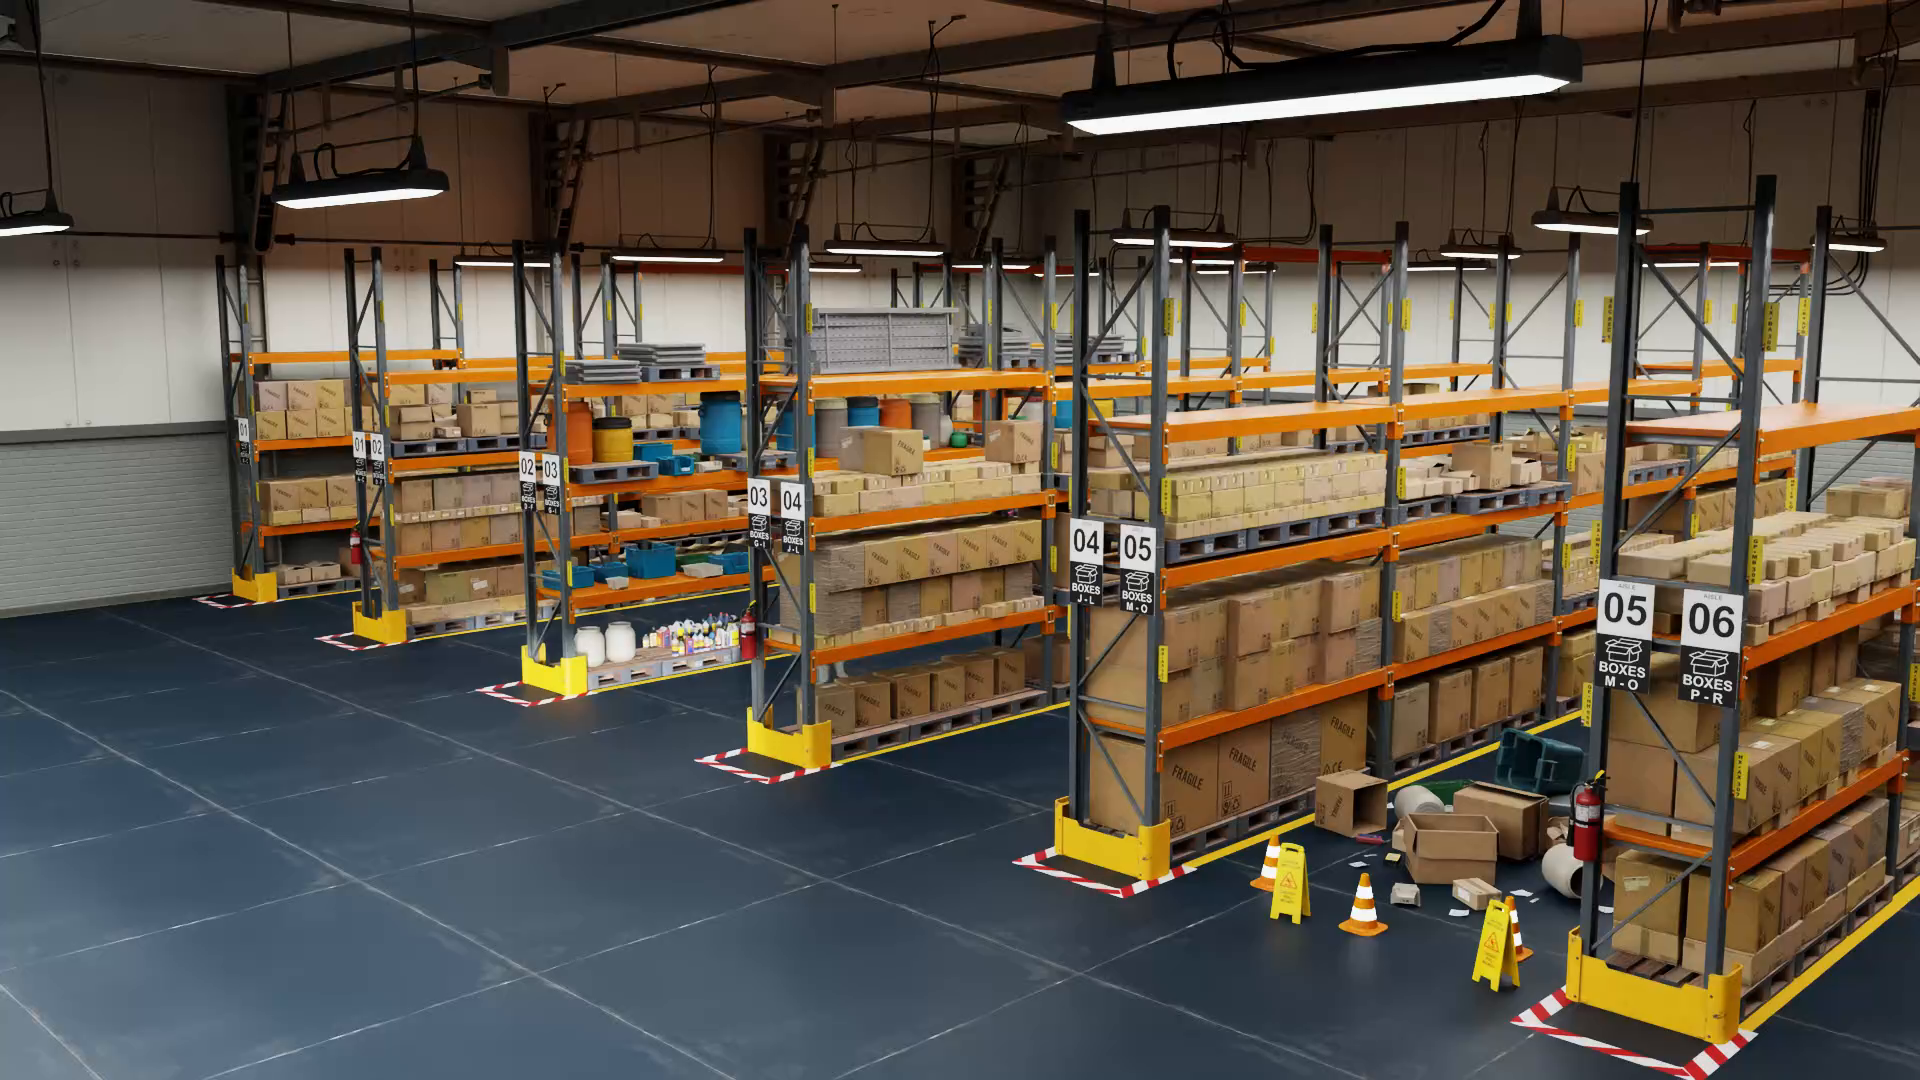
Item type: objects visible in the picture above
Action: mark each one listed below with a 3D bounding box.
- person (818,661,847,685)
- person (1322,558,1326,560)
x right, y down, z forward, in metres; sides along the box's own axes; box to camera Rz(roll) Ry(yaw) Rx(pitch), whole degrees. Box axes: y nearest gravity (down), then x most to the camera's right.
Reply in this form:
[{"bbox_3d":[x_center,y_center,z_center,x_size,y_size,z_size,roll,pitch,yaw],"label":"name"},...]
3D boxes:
[{"bbox_3d":[-1.779,1.214,22.241,0.463,1.695,0.550,5,9,30],"label":"person"},{"bbox_3d":[5.080,0.966,23.903,0.726,1.684,0.529,0,8,2],"label":"person"}]
